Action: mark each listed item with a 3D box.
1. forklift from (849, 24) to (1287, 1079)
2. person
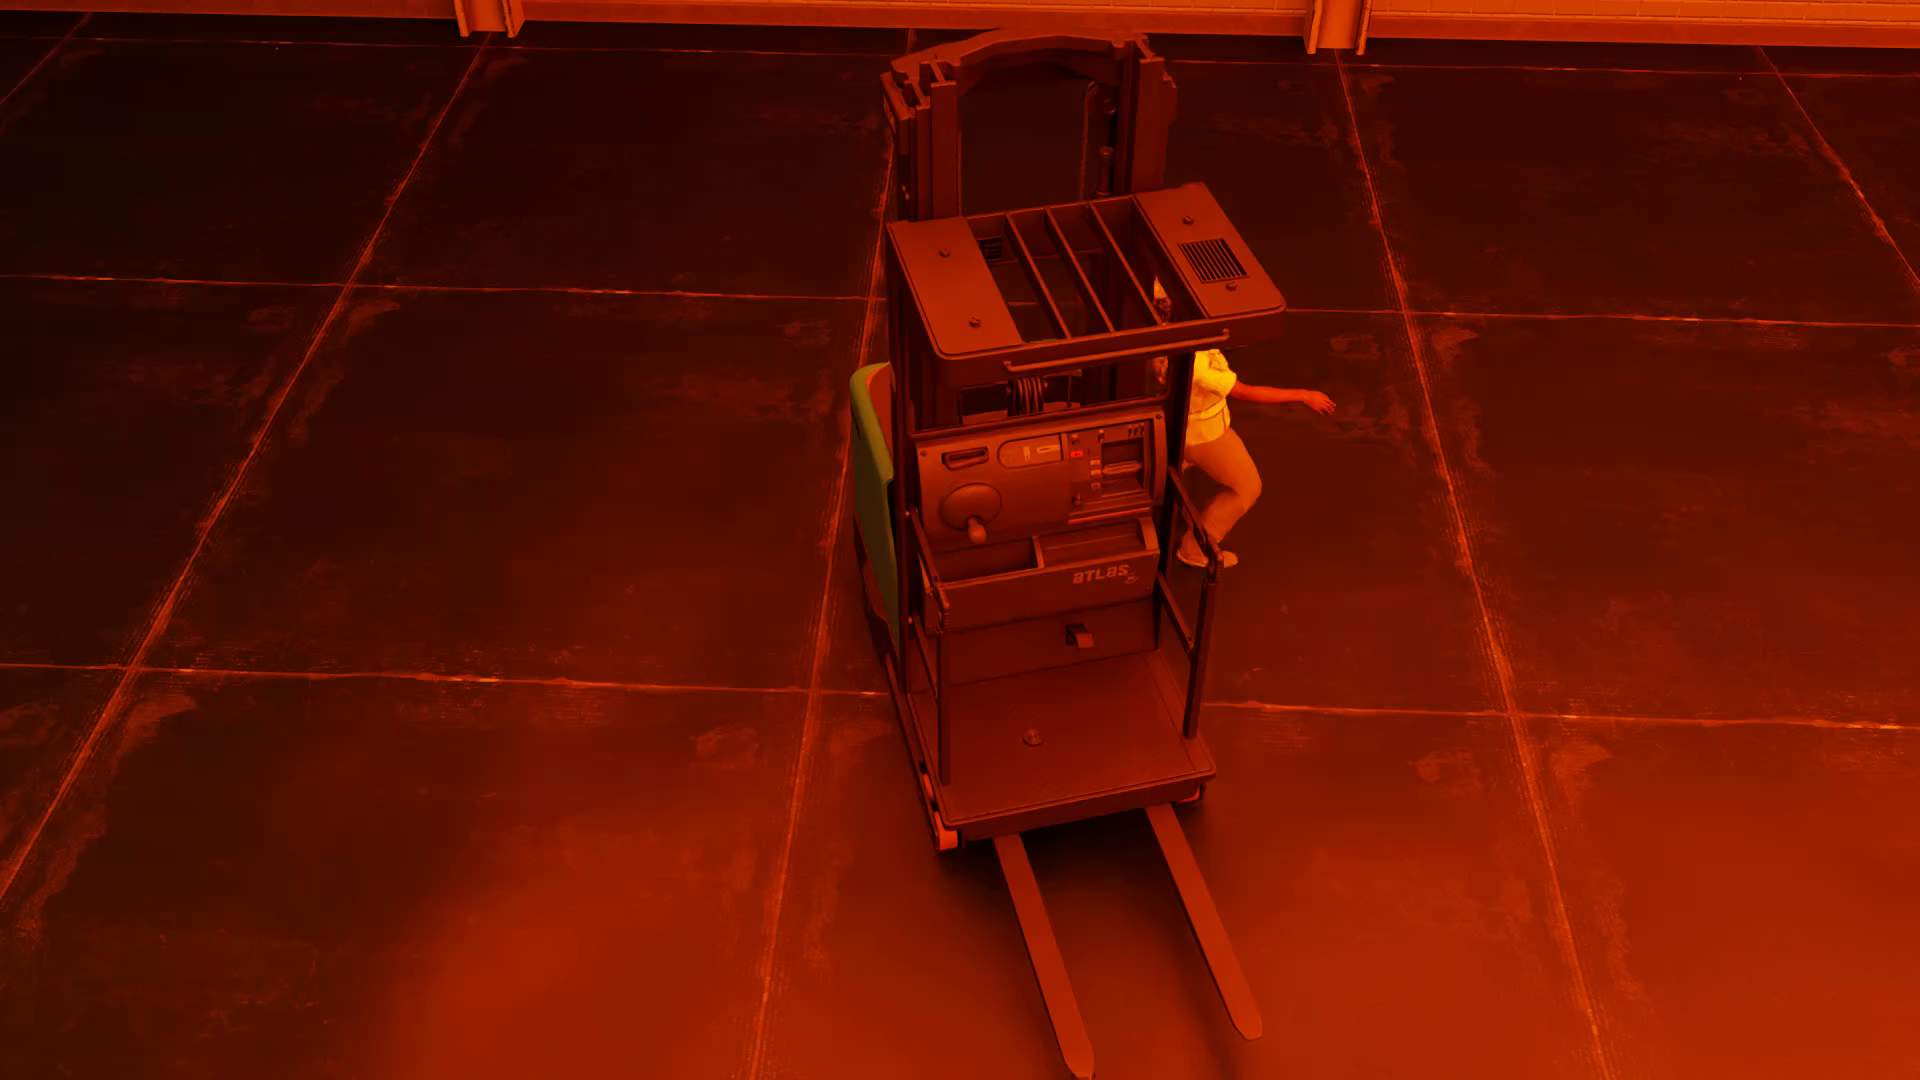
[{"bbox_3d":[0.357,-0.147,5.904,1.130,2.935,3.031,-9,43,-10],"label":"forklift"},{"bbox_3d":[1.102,-0.583,7.494,0.751,1.596,1.016,-9,43,-10],"label":"person"}]
